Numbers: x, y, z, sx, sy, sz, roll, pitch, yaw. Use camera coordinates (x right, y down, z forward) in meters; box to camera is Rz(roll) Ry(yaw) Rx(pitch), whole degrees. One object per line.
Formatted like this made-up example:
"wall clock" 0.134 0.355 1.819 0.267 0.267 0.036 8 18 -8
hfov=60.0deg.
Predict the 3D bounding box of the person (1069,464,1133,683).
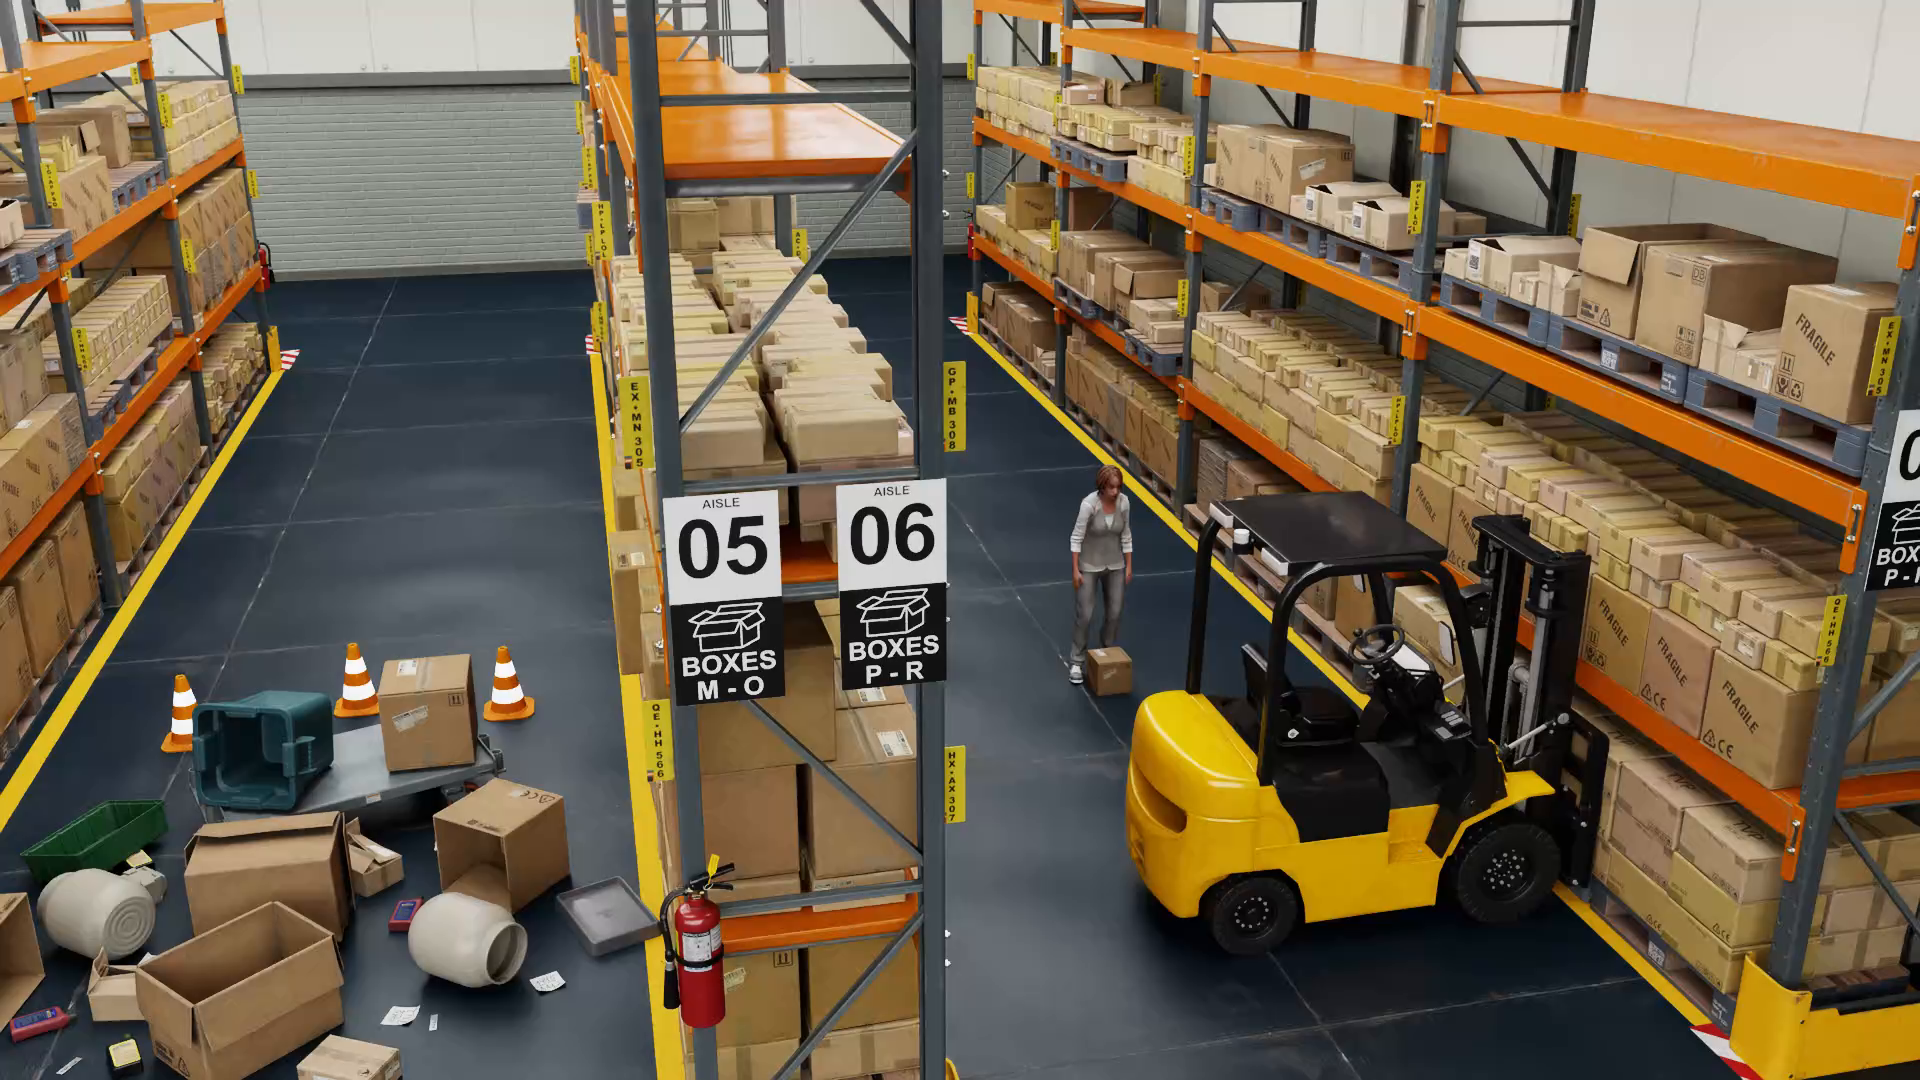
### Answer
"person" 0.993 0.218 11.738 0.483 1.592 0.347 -6 21 -16
